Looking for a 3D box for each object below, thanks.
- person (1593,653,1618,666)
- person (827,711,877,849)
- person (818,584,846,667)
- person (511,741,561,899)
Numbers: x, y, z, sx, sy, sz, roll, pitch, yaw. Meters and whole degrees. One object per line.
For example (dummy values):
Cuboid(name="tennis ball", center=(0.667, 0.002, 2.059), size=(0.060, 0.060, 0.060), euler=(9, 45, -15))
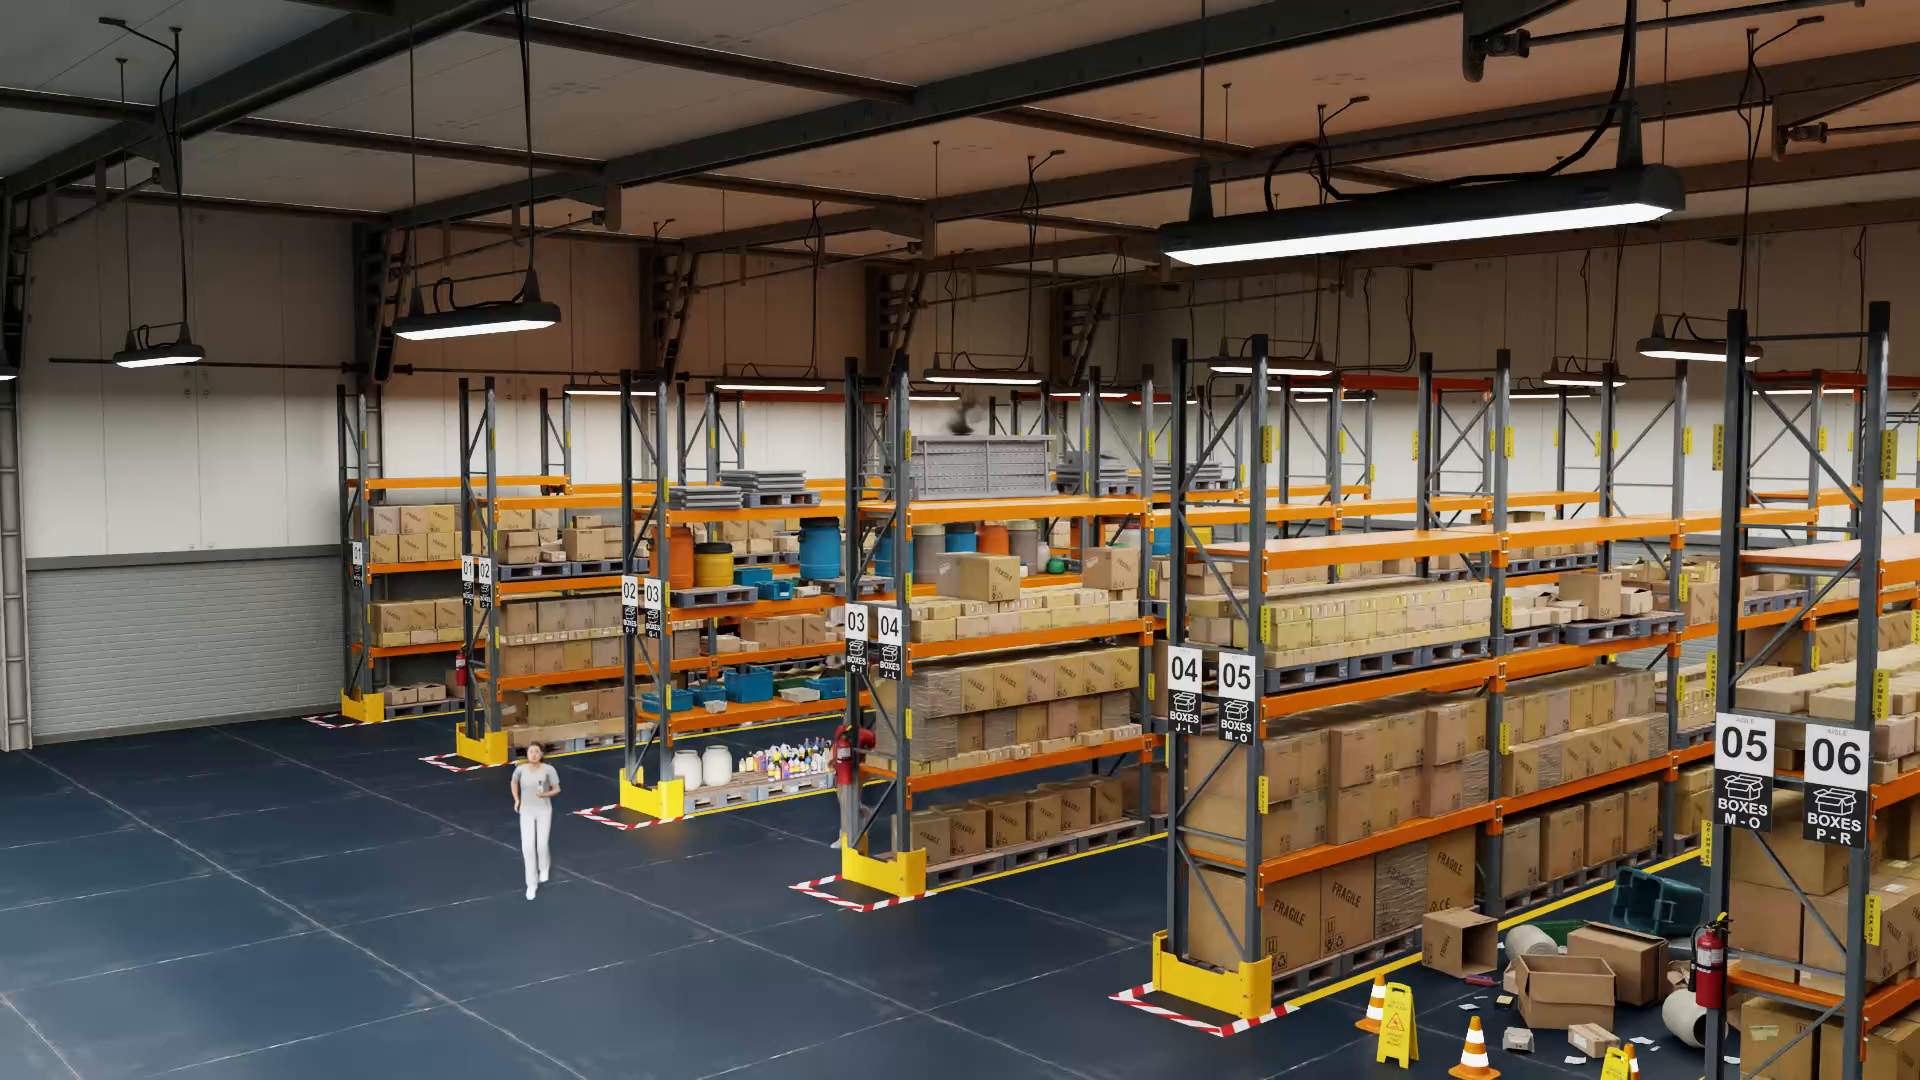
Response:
Cuboid(name="person", center=(11.773, 2.321, 30.219), size=(0.701, 1.703, 0.582), euler=(-2, 4, -28))
Cuboid(name="person", center=(-1.351, 2.946, 20.854), size=(0.670, 1.718, 0.883), euler=(3, 5, 37))
Cuboid(name="person", center=(-2.553, 1.745, 33.957), size=(0.697, 1.842, 0.903), euler=(3, 5, 41))
Cuboid(name="person", center=(-4.757, 3.094, 18.647), size=(0.560, 1.691, 0.789), euler=(-1, 4, -9))
